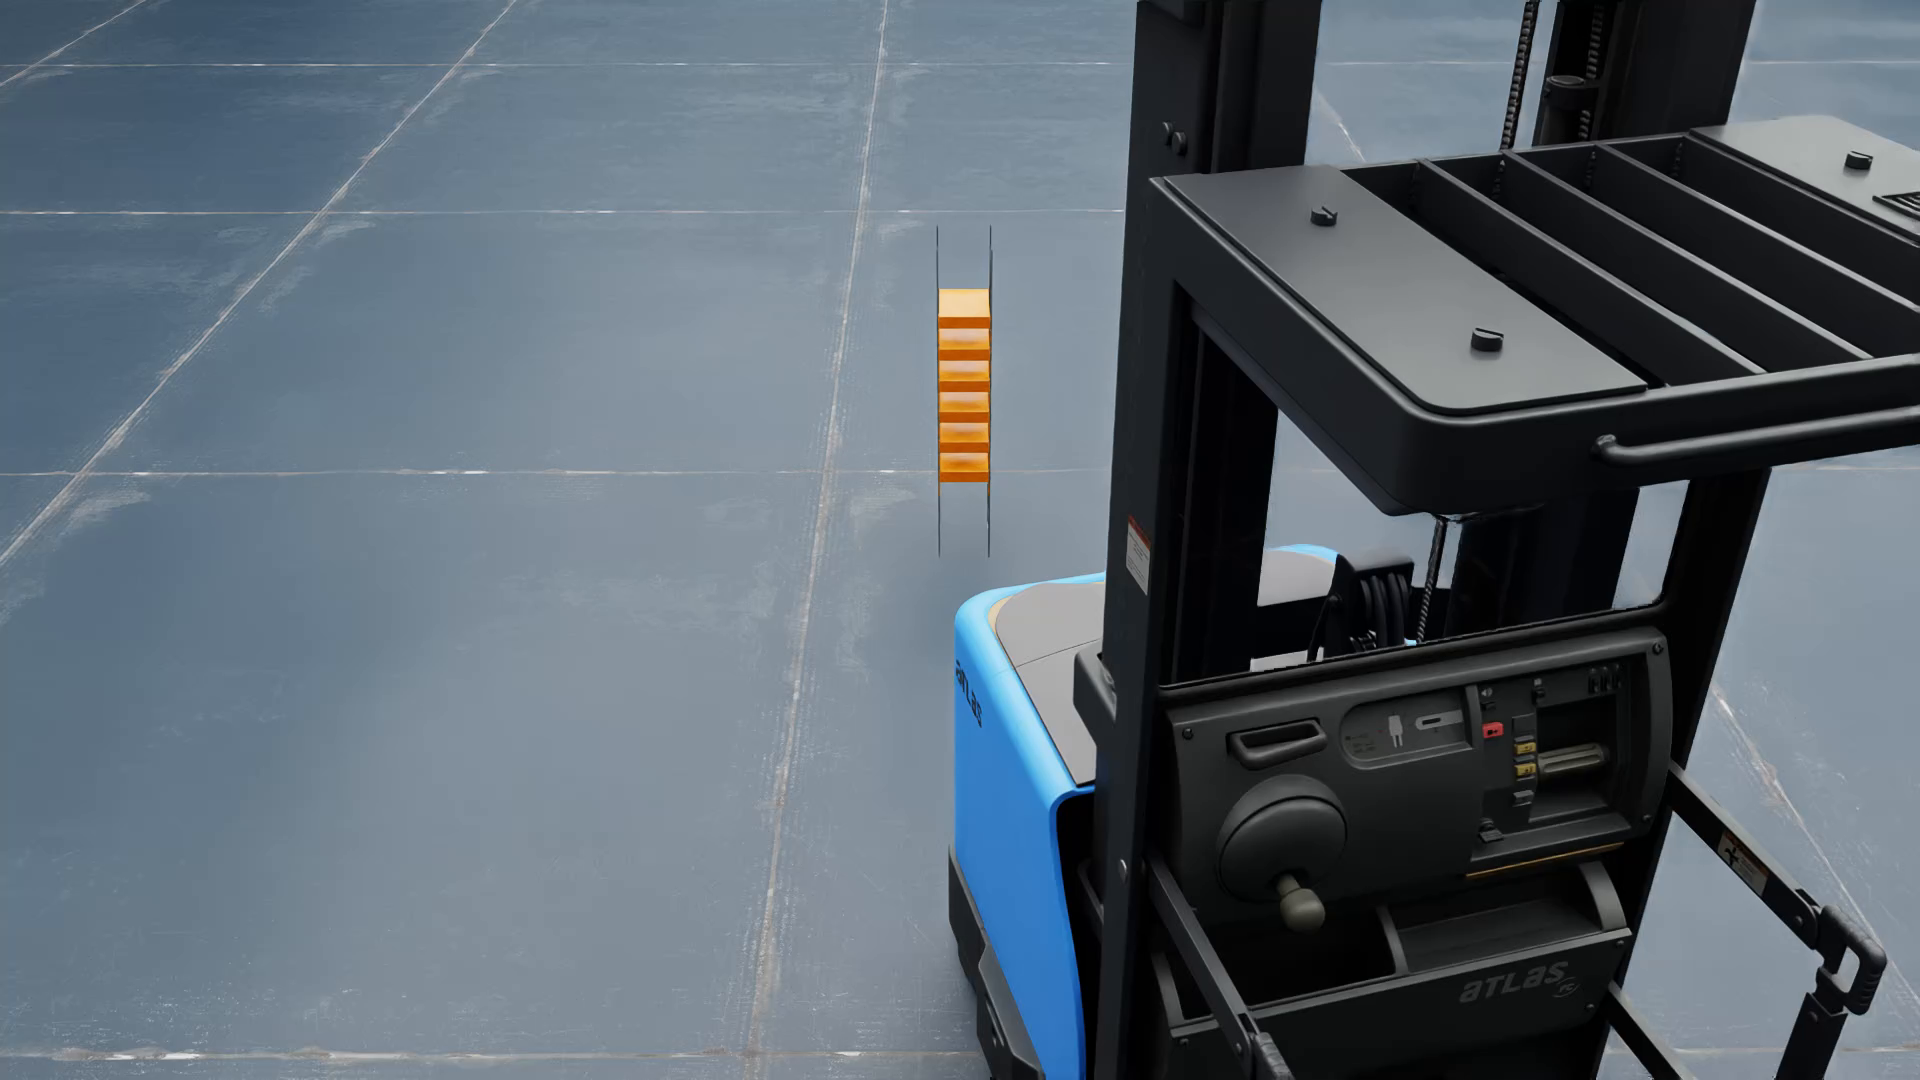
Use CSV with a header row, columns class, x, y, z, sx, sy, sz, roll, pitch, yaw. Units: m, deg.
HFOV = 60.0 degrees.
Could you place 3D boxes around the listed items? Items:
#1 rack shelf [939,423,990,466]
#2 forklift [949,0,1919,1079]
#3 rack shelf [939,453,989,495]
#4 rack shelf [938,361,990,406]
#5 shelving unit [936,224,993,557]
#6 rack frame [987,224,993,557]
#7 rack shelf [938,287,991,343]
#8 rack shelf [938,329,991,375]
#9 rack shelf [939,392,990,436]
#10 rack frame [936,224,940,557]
class,x,y,z,sx,sy,sz,roll,pitch,yaw
rack shelf,0.014,-0.372,6.024,0.180,0.103,0.258,0,31,0
forklift,0.860,0.461,2.665,1.130,2.935,3.031,-8,32,-13
rack shelf,0.014,-0.270,6.086,0.180,0.103,0.258,0,31,0
rack shelf,0.014,-0.578,5.900,0.180,0.103,0.258,0,31,0
shelving unit,0.014,-0.513,5.939,0.189,1.200,0.258,0,31,0
rack frame,0.106,-0.513,5.939,0.006,1.200,0.240,0,31,0
rack shelf,0.014,-0.783,5.775,0.180,0.103,0.258,0,31,0
rack shelf,0.014,-0.680,5.837,0.180,0.103,0.258,0,31,0
rack shelf,0.014,-0.475,5.962,0.180,0.103,0.258,0,31,0
rack frame,-0.077,-0.513,5.938,0.006,1.200,0.240,0,31,0
